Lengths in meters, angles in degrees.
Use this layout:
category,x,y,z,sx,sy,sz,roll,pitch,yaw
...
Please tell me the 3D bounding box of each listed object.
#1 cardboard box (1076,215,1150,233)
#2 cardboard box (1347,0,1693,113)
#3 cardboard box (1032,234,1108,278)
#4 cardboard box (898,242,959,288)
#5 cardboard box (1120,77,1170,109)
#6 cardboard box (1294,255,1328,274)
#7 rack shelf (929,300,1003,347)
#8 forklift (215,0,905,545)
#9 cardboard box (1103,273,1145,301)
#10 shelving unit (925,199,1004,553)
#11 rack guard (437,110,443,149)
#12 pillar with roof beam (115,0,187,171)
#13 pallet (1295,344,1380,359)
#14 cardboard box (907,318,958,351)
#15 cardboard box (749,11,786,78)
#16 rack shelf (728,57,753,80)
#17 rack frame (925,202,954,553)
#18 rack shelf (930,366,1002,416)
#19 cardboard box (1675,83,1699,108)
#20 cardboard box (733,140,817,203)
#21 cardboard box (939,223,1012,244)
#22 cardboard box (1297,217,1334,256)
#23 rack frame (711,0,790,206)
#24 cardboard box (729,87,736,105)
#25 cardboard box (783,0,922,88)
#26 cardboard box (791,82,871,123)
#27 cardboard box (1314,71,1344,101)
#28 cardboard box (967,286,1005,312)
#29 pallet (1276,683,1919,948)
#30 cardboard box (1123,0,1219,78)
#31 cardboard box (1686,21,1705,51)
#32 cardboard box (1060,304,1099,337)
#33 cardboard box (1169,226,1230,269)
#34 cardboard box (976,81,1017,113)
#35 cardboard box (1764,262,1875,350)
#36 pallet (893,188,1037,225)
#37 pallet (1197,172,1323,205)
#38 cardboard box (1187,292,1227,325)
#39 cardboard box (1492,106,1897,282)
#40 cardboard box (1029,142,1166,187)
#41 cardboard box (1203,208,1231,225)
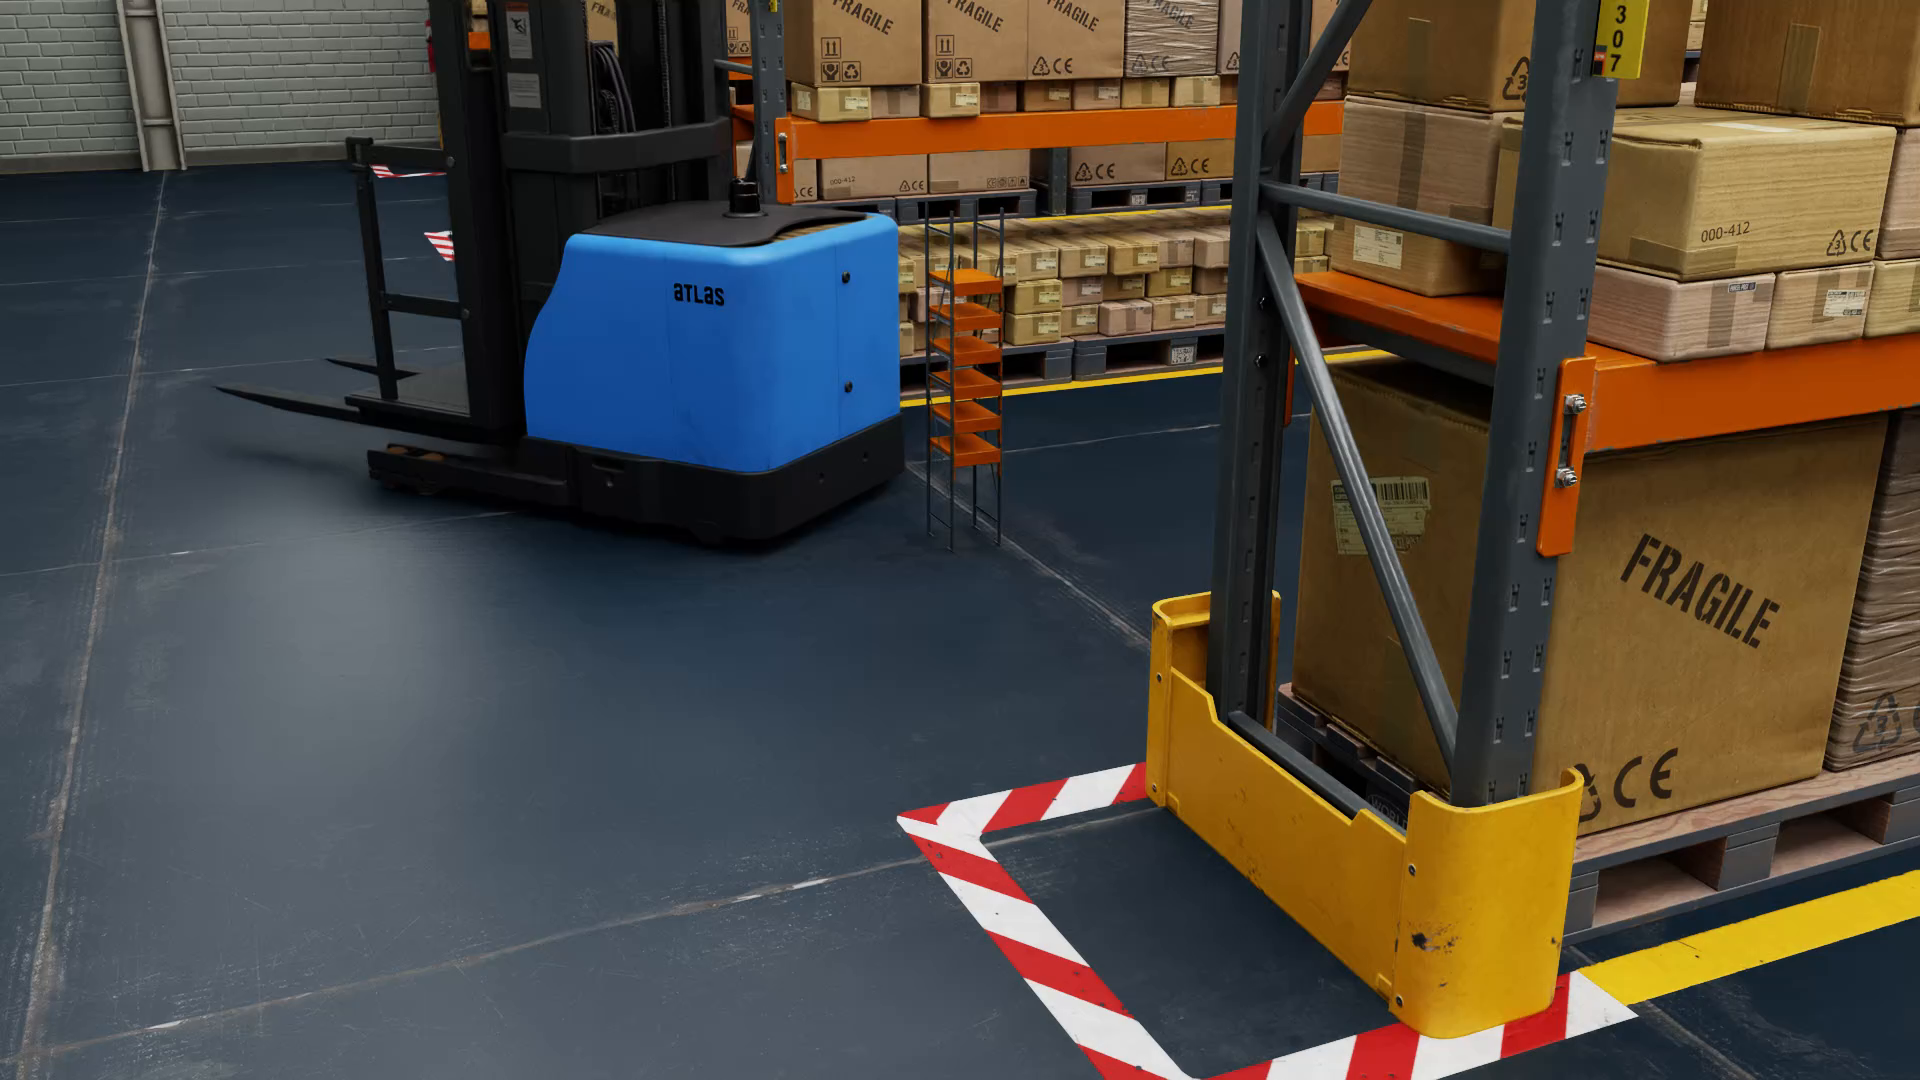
category,x,y,z,sx,sy,sz,roll,pitch,yaw
cardboard box,0.817,-1.642,8.933,0.250,0.149,0.380,-8,21,-22
cardboard box,1.203,-1.203,3.572,0.500,0.500,0.500,-8,21,-21
cardboard box,0.544,-1.420,8.302,0.250,0.149,0.380,-7,21,-20
cardboard box,-0.191,-1.334,8.059,0.250,0.149,0.380,-8,21,-21
cardboard box,0.827,-2.207,8.151,0.250,0.149,0.380,-7,21,-20
cardboard box,1.746,-1.460,8.865,0.250,0.149,0.380,-8,21,-21
rack shelf,0.013,-0.752,5.763,0.180,0.103,0.258,-8,21,-22
forklift,-1.761,-1.697,6.427,3.031,2.935,1.130,10,22,27
cardboard box,0.751,-1.337,8.515,0.250,0.149,0.380,-7,21,-19
shelving unit,0.013,-0.568,5.828,0.189,1.200,0.258,-8,21,-22
rack guard,-4.965,-4.002,16.636,0.348,0.500,1.175,-8,21,-22
pillar with roof beam,-6.163,-6.608,11.240,0.400,9.000,9.100,-8,21,-22
pallet,2.058,-1.273,9.321,1.213,0.211,1.003,-8,21,-22
cardboard box,-0.196,-1.046,8.136,0.250,0.149,0.380,-8,21,-22
cardboard box,-0.701,-2.487,7.970,0.500,0.500,0.500,-8,21,-21
rack shelf,-1.229,-3.582,12.761,4.000,0.370,1.077,-8,21,-22
rack frame,-0.071,-0.556,5.794,0.006,1.200,0.240,-8,21,-22
rack shelf,0.013,-0.526,5.843,0.180,0.103,0.258,-8,21,-22
cardboard box,1.666,-0.917,3.887,0.500,0.250,0.500,-9,21,-23
cardboard box,-1.662,-2.888,12.933,0.875,0.438,0.875,-8,21,-20
cardboard box,0.077,-1.546,8.660,0.250,0.149,0.380,-9,21,-24
cardboard box,1.992,-1.615,8.857,0.250,0.149,0.380,-8,21,-22
rack frame,-1.012,-2.162,7.645,0.127,3.000,1.000,-8,21,-22
cardboard box,-2.683,-4.479,17.357,0.500,0.500,0.700,-9,21,-24
cardboard box,-0.490,-2.324,7.507,0.500,0.500,0.500,-7,21,-19
cardboard box,-0.585,-1.986,7.524,0.250,0.149,0.380,-8,21,-22
cardboard box,1.765,-2.363,8.596,0.250,0.149,0.380,-9,21,-23
cardboard box,0.034,-1.224,8.194,0.250,0.149,0.380,-8,21,-21
pallet,1.563,0.550,4.141,1.213,0.211,1.003,-8,21,-22
cardboard box,0.911,-2.532,8.097,0.500,0.500,0.500,-9,21,-23
cardboard box,3.919,-2.782,9.152,0.250,0.149,0.380,-8,21,-21
cardboard box,0.504,-1.143,8.413,0.250,0.149,0.380,-8,21,-22
cardboard box,1.269,-1.502,8.535,0.250,0.149,0.380,-9,21,-24
cardboard box,0.084,-2.127,7.925,0.250,0.149,0.380,-7,21,-19
cardboard box,1.551,-0.498,3.297,0.250,0.149,0.380,-8,21,-23
pallet,-0.122,-2.793,13.636,1.213,0.211,1.003,-8,21,-22
pallet,2.408,-3.155,14.665,1.213,0.211,1.003,-8,21,-22
cardboard box,1.219,-1.236,8.676,0.250,0.149,0.380,-8,21,-21
cardboard box,1.407,-0.686,3.233,0.500,0.250,0.500,-9,21,-23
cardboard box,1.145,-3.486,13.973,0.875,0.875,0.875,-7,21,-20
cardboard box,1.543,-1.732,9.189,0.250,0.149,0.380,-9,21,-23
